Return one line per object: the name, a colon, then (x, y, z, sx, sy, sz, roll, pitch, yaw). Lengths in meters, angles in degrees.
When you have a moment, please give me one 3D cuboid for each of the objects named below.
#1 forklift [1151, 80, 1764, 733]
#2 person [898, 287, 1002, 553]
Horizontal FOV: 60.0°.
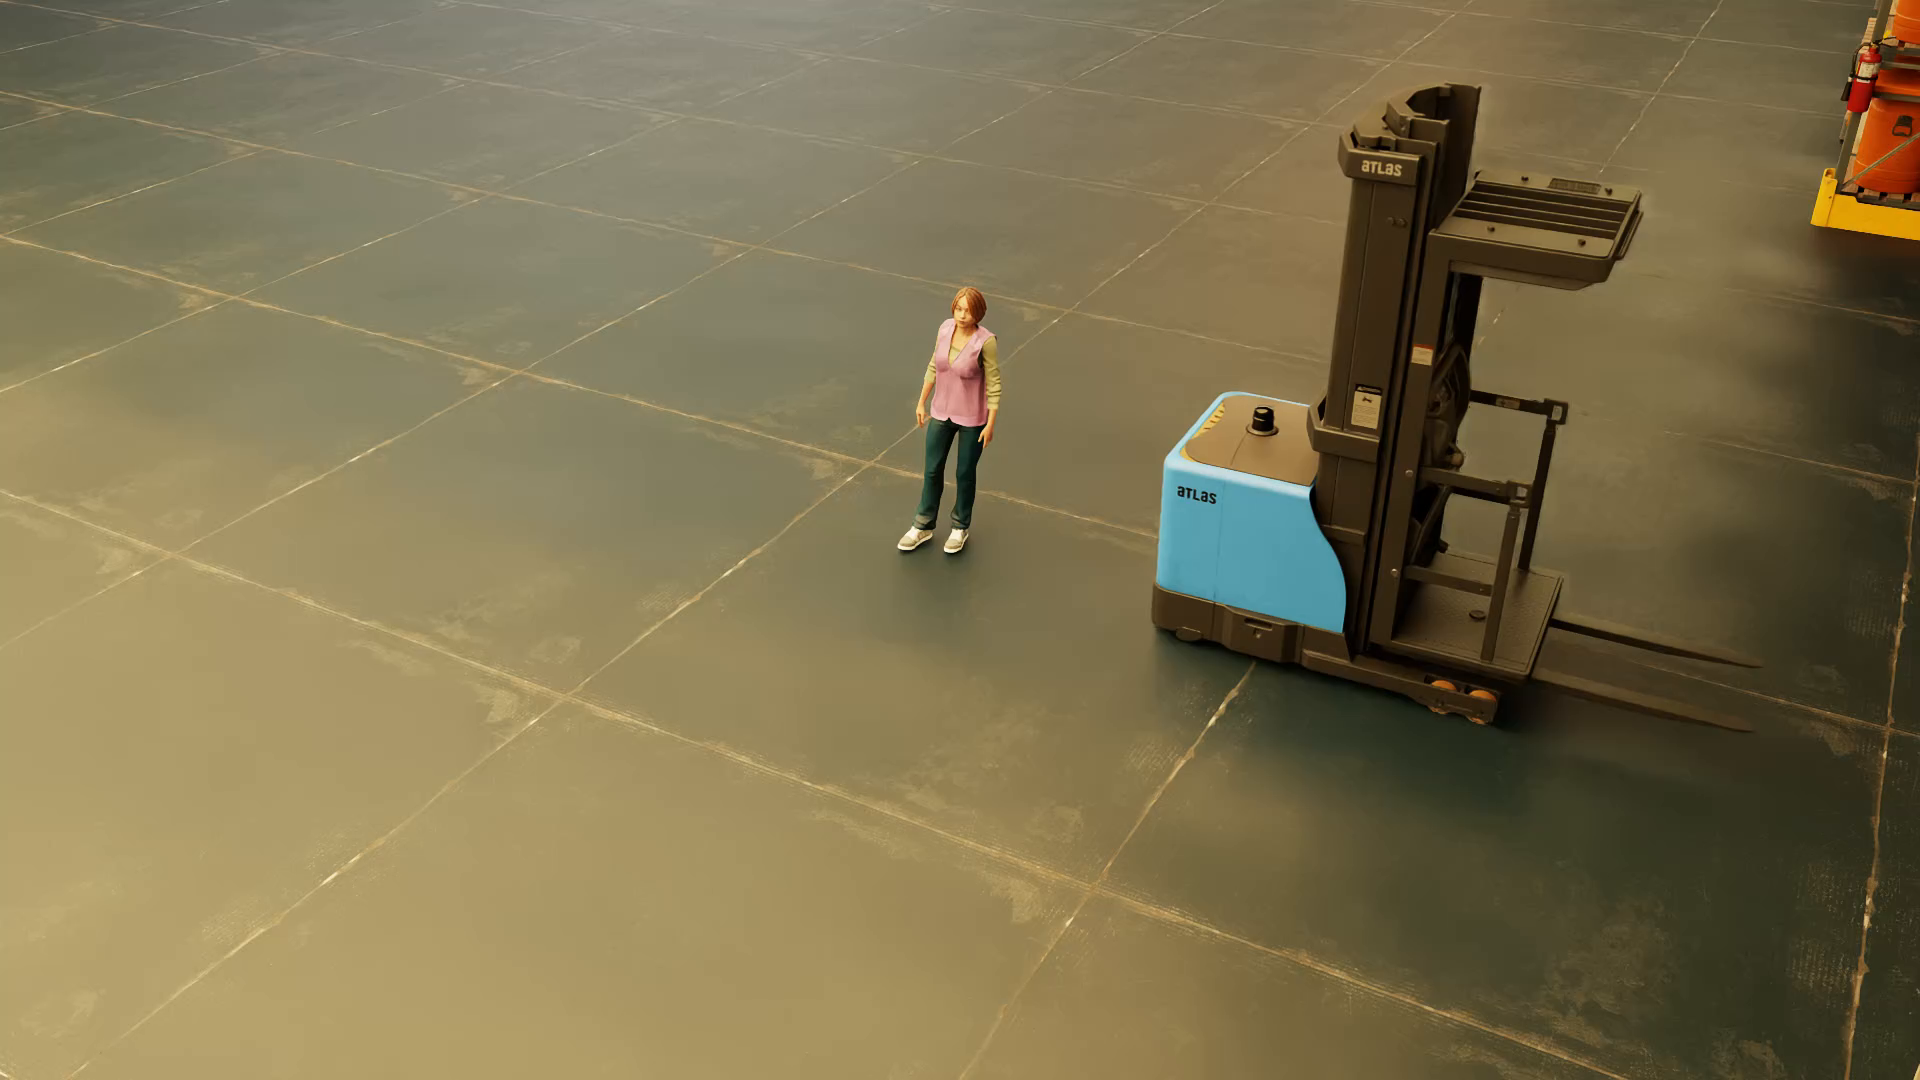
forklift: (2.598, -0.646, 8.190, 3.031, 2.935, 1.130, 14, 33, 23)
person: (-0.048, -0.666, 9.552, 0.520, 1.590, 0.475, 15, 33, 25)
